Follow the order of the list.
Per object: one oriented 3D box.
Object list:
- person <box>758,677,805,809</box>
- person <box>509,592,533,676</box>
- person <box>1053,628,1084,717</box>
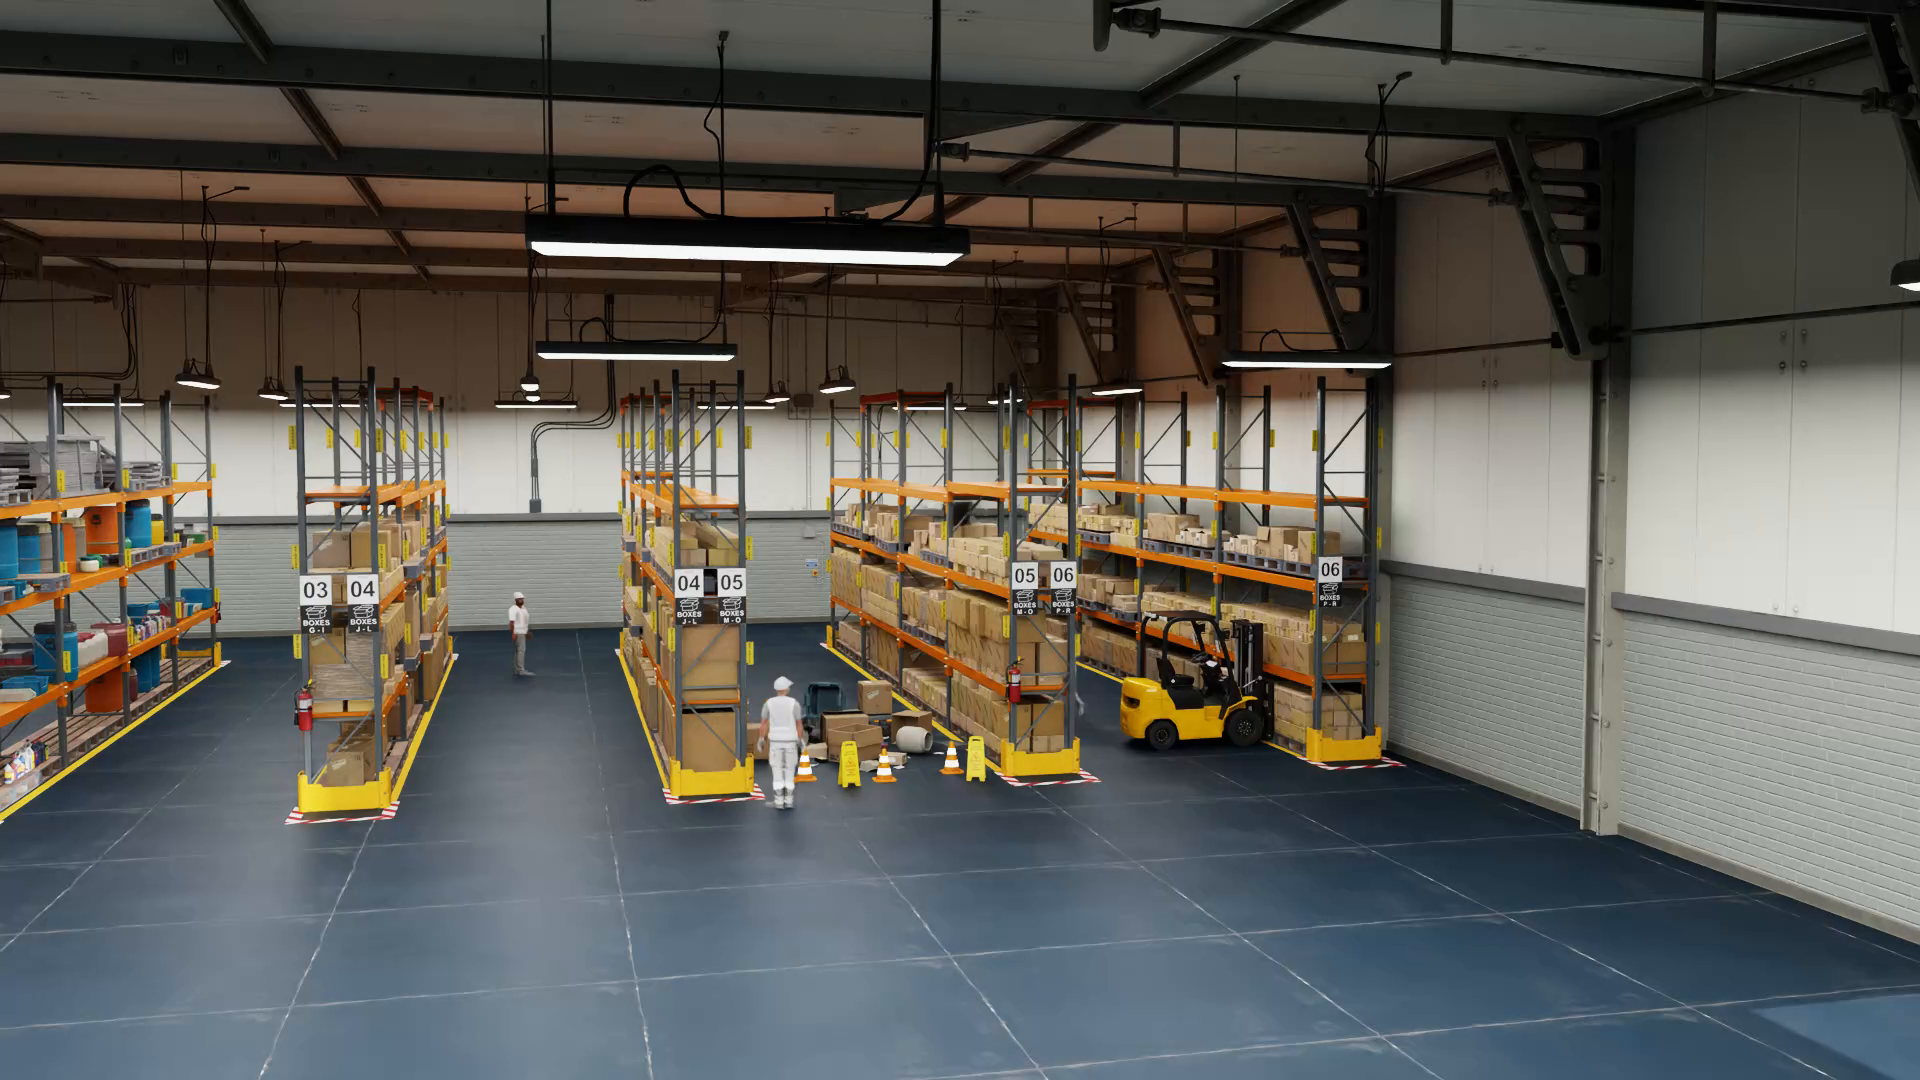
[{"bbox_3d":[-2.433,2.764,22.644,0.651,1.820,0.380,0,3,-4],"label":"person"},{"bbox_3d":[-9.378,1.998,35.630,0.508,1.769,0.608,0,3,-3],"label":"person"},{"bbox_3d":[1.876,2.390,29.799,0.498,1.676,0.659,-3,5,-42],"label":"person"}]
